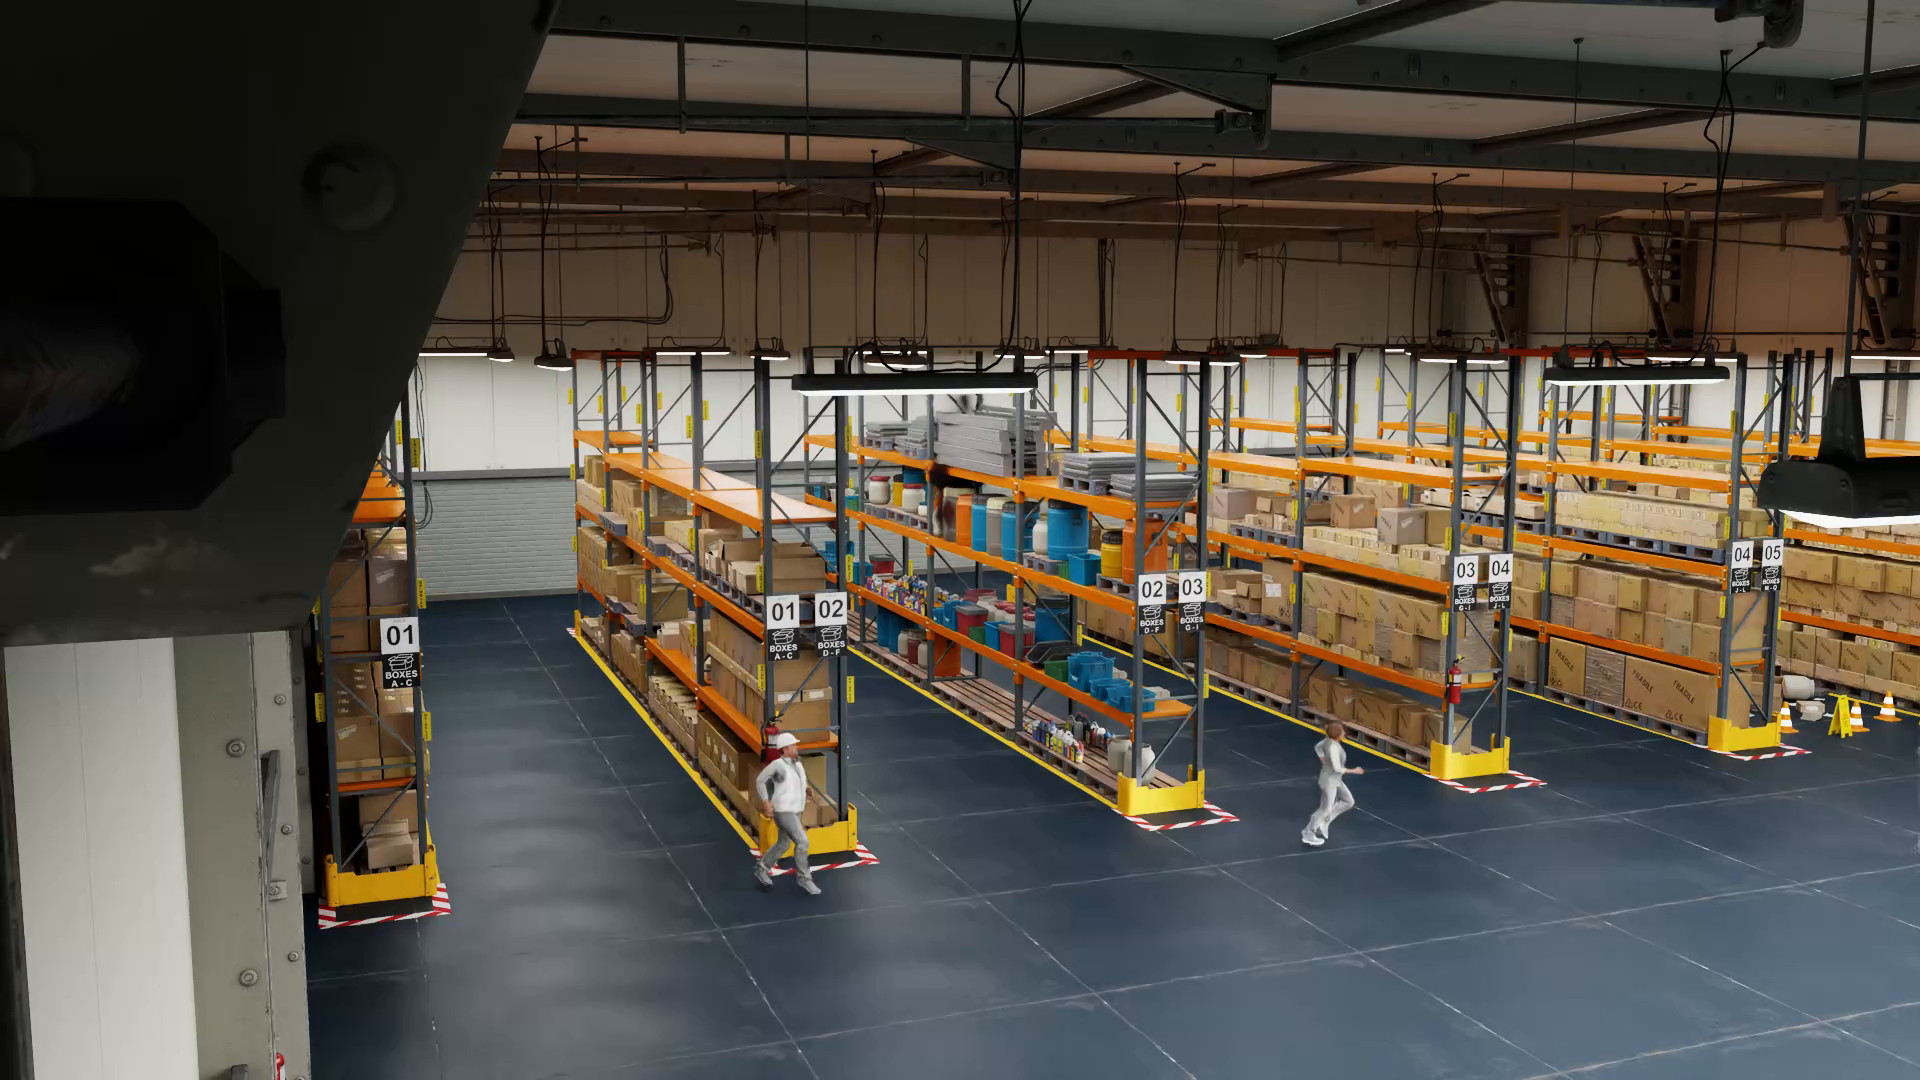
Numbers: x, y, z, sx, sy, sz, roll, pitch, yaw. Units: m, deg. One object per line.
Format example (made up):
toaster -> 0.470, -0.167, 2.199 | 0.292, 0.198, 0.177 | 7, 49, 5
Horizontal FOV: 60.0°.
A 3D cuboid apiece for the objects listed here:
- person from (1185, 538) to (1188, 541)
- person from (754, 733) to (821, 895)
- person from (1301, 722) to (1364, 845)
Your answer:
person -> 5.119, 0.743, 38.506 | 0.629, 1.625, 0.496 | -2, 7, -16
person -> -1.920, 3.093, 19.011 | 0.864, 1.764, 0.655 | 3, 8, 20
person -> 4.615, 2.997, 20.557 | 0.737, 1.551, 0.562 | 2, 7, 14
